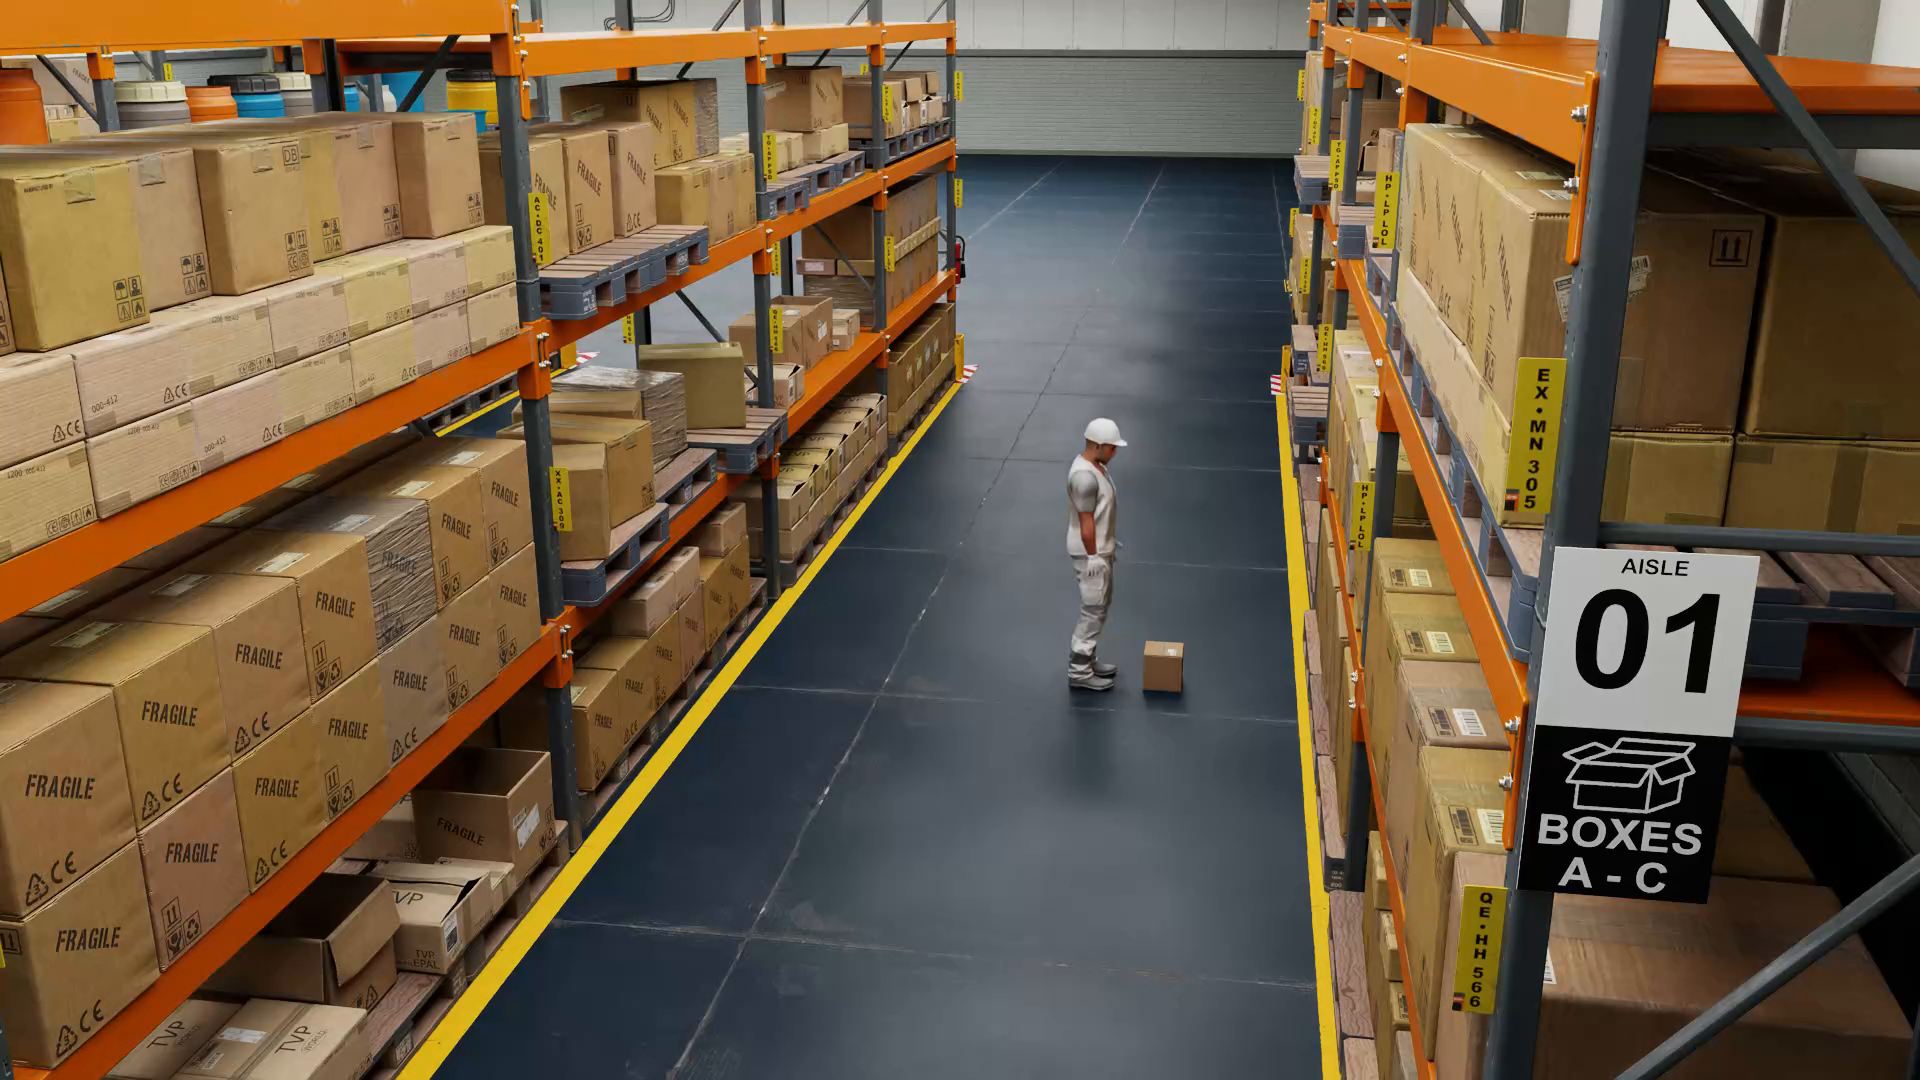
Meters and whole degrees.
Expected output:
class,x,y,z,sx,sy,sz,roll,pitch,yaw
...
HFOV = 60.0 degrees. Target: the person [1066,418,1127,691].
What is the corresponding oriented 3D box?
class,x,y,z,sx,sy,sz,roll,pitch,yaw
person,0.876,0.078,10.793,0.371,1.773,0.530,3,18,10
